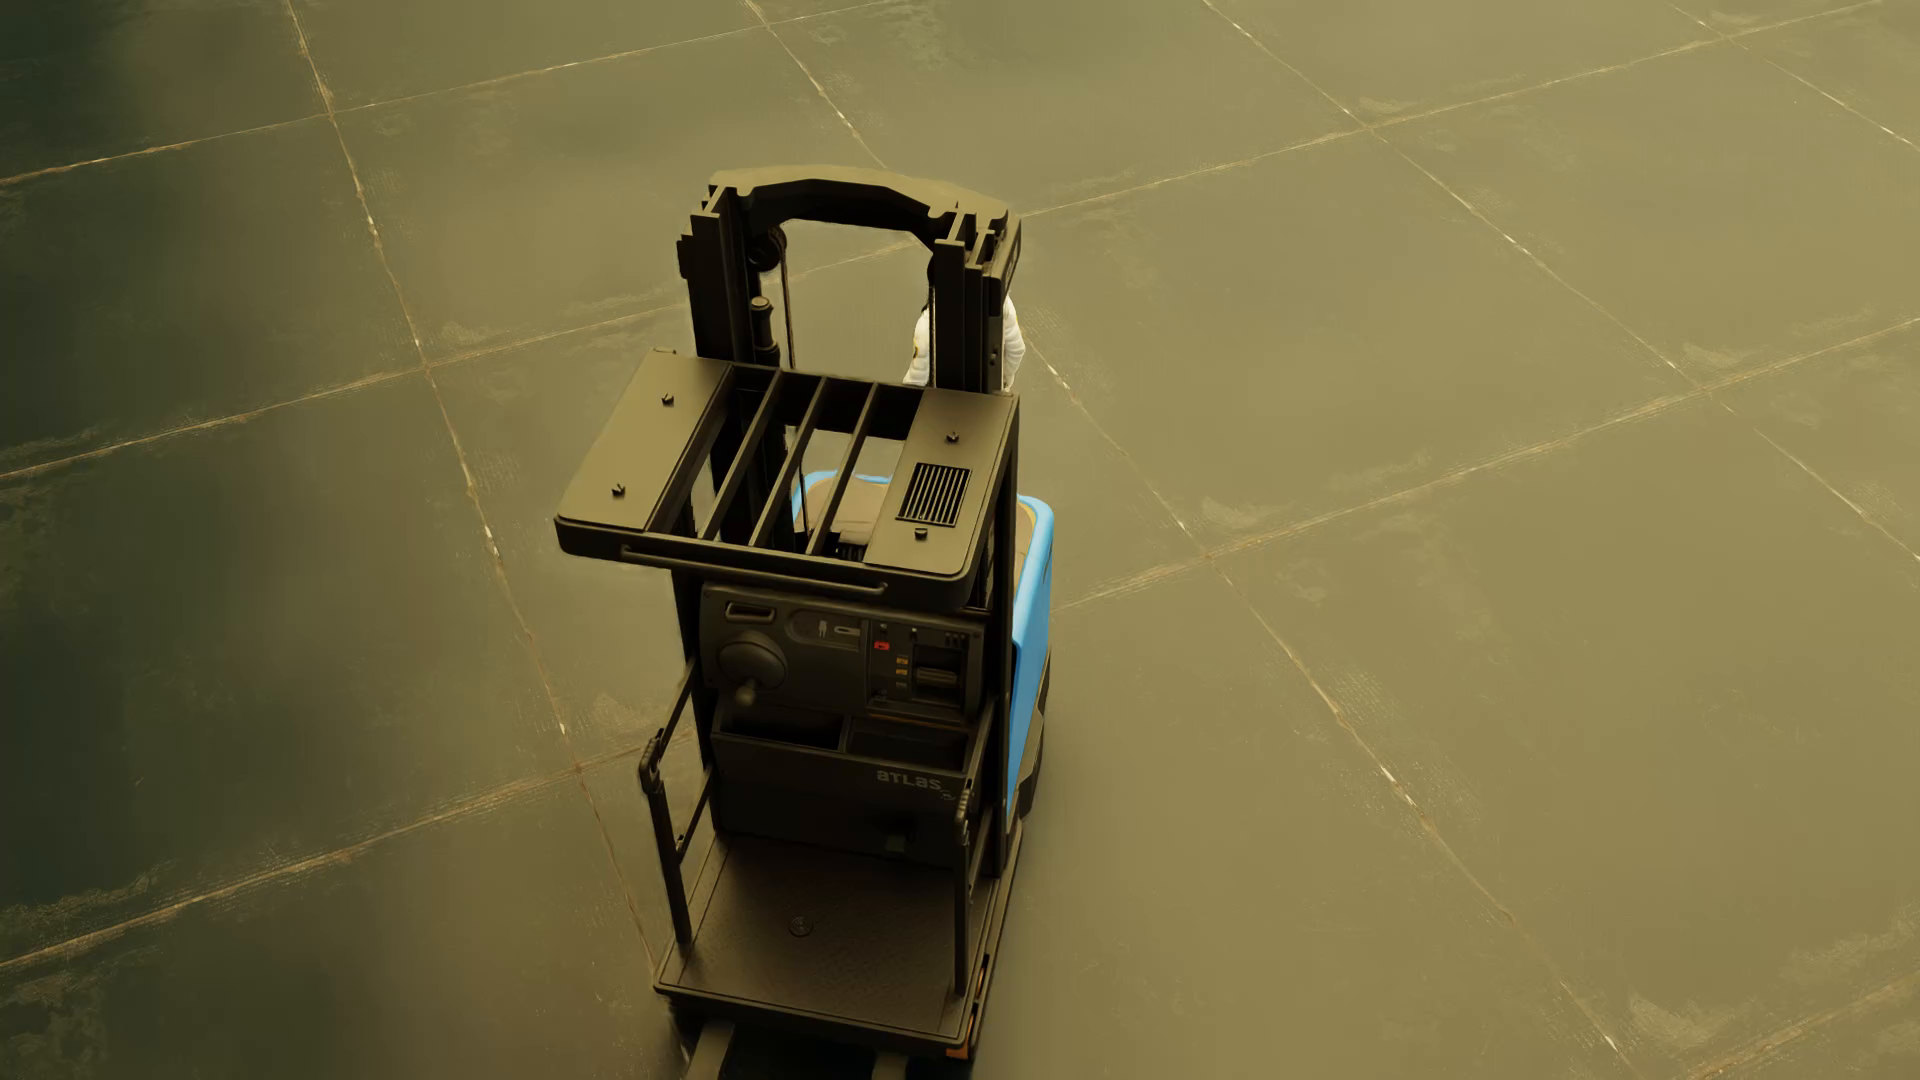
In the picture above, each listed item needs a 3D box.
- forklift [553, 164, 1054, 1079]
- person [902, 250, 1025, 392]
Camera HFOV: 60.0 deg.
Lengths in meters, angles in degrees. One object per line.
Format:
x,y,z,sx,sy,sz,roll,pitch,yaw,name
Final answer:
-0.426,0.472,5.175,1.130,2.935,3.031,8,44,9,forklift
-0.022,-0.669,7.293,0.586,1.694,0.531,-18,46,-18,person
